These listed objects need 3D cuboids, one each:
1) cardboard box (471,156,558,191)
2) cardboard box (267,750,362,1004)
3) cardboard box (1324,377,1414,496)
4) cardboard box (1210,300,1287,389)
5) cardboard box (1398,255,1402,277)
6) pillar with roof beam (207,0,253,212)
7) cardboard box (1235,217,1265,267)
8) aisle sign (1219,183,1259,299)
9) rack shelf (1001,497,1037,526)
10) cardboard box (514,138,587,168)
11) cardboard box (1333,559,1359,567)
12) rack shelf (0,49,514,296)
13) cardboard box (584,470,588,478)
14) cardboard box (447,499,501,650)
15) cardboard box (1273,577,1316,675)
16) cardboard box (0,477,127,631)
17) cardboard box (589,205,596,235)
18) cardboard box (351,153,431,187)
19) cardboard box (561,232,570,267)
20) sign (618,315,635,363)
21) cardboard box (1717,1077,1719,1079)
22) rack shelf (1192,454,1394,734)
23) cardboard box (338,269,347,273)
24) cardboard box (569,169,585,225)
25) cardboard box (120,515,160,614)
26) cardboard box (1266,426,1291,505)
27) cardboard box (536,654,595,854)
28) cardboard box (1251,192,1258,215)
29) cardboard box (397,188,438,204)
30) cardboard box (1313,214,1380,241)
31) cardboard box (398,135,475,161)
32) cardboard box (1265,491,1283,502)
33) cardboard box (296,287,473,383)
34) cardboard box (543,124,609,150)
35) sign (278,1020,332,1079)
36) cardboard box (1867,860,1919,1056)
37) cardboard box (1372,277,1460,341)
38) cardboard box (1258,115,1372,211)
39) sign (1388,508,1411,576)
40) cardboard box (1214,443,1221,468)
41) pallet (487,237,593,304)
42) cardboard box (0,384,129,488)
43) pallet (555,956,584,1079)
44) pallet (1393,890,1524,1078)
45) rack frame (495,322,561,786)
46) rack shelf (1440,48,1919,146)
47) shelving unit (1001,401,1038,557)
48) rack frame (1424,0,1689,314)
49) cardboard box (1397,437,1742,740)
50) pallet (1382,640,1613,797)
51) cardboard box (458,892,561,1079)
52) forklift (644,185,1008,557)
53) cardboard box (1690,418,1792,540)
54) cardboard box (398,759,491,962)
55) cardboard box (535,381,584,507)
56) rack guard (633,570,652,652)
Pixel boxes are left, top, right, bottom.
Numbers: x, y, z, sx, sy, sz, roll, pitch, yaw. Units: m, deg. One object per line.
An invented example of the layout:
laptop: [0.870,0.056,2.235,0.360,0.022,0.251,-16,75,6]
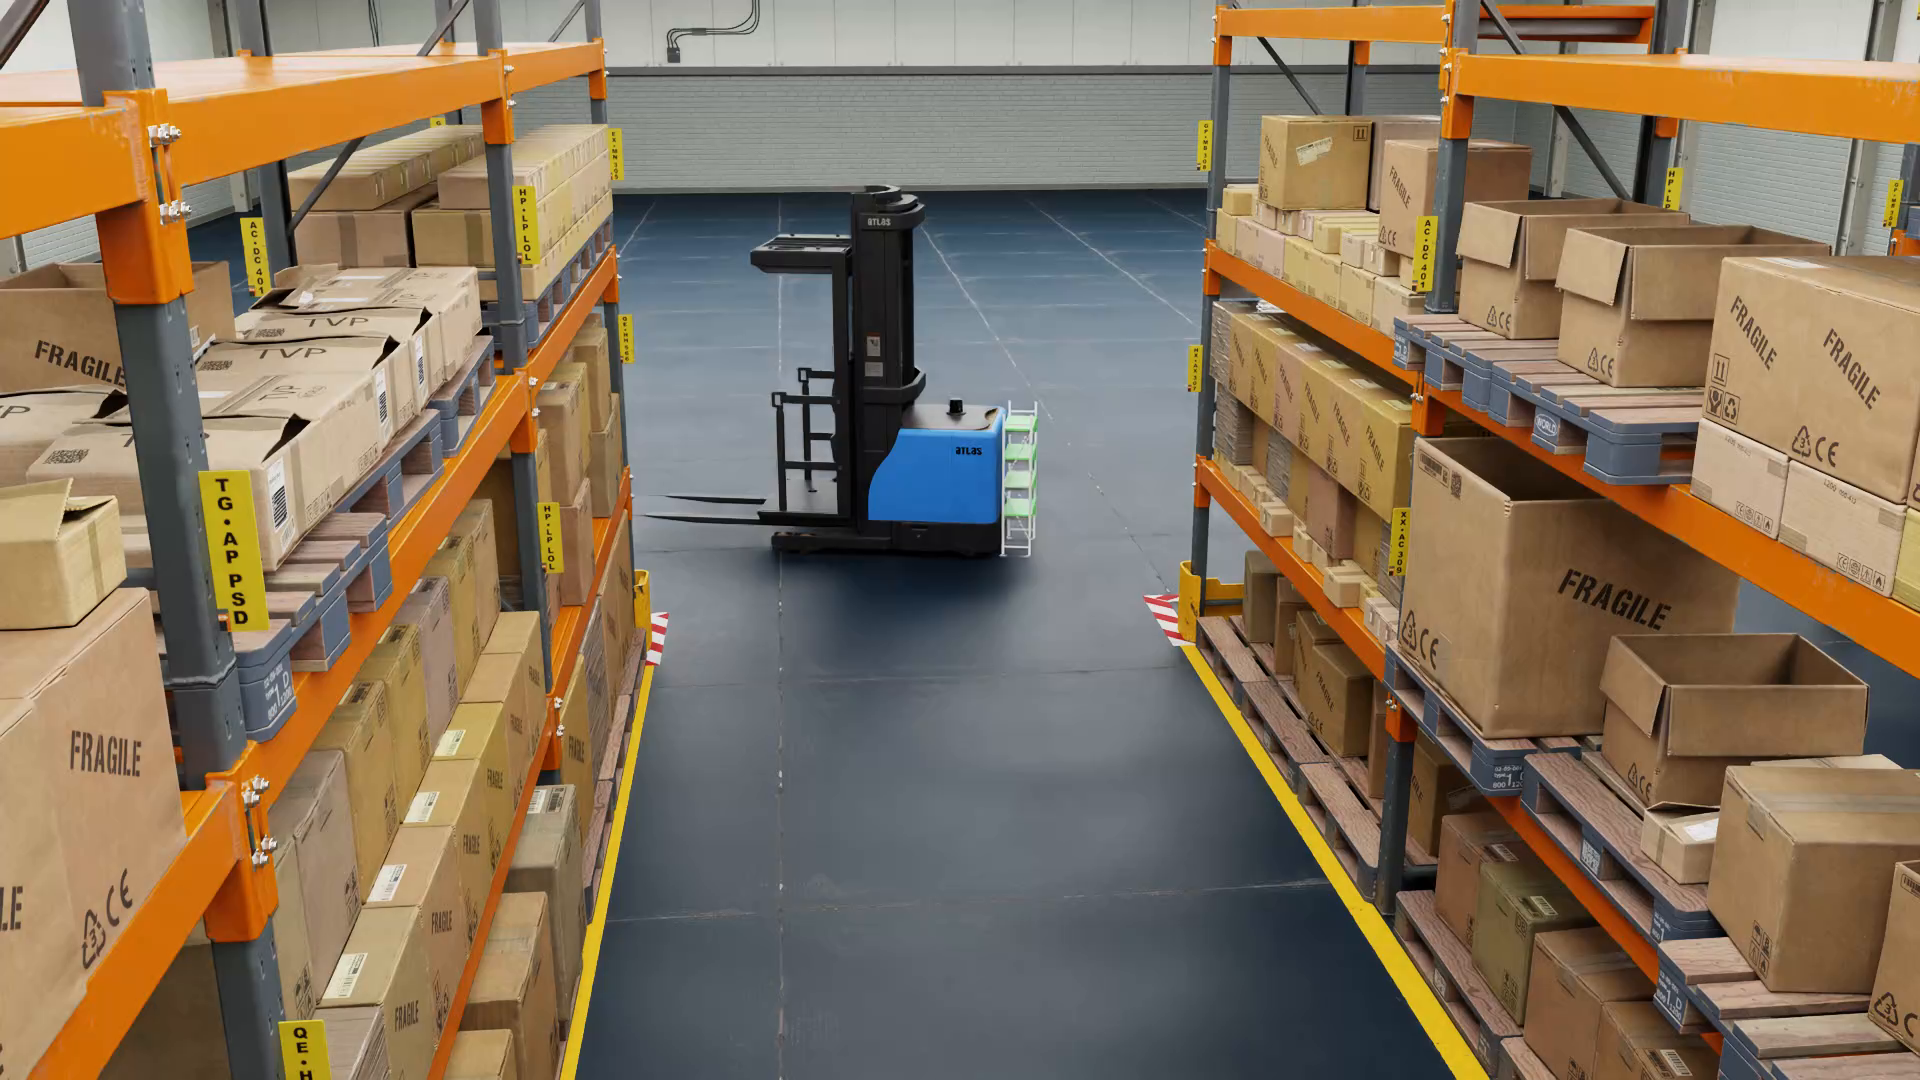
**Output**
cardboard box: [-2.141,-1.760,7.988,0.380,0.149,0.250,-2,18,-7]
cardboard box: [-2.040,0.908,4.441,0.700,0.500,0.500,-2,18,-6]
cardboard box: [2.209,-0.539,8.552,0.500,0.500,0.500,-2,18,-6]
cardboard box: [1.955,-1.283,10.925,0.500,0.500,0.500,-2,18,-6]
cardboard box: [2.324,-1.318,7.943,0.380,0.149,0.250,-2,17,-5]
pillar with roof beam: [-12.262,-12.026,37.461,9.100,9.000,0.400,-2,18,-6]
cardboard box: [2.021,-1.844,10.284,0.500,0.250,0.500,-2,18,-7]
aisle sign: [1.864,-2.039,11.323,0.394,0.787,0.004,-2,18,-6]
rack shelf: [0.493,-0.219,13.885,0.258,0.148,0.480,2,18,7]
cardboard box: [-2.272,-2.137,9.189,0.380,0.149,0.250,-2,18,-6]
cardboard box: [2.253,0.167,9.057,0.380,0.149,0.250,-2,18,-6]
rack shelf: [-2.156,-1.207,4.866,1.077,0.370,4.000,-2,18,-6]
cardboard box: [-2.680,-0.294,9.857,0.875,0.550,0.550,-2,18,-6]
cardboard box: [-2.305,0.149,6.859,0.700,0.500,0.500,-2,18,-7]
cardboard box: [2.313,0.567,10.836,0.500,0.500,0.500,3,18,9]
cardboard box: [-1.650,-0.014,2.761,0.396,0.266,0.258,-2,18,-6]
cardboard box: [-2.298,-1.833,9.553,0.380,0.149,0.250,-2,18,-6]
cardboard box: [-2.822,-1.815,8.163,0.380,0.149,0.250,-2,18,-5]
cardboard box: [-2.169,-1.456,8.349,0.380,0.149,0.250,-2,18,-7]
sign: [-2.234,-1.344,11.122,0.100,0.325,0.005,-2,18,-6]
cardboard box: [2.830,1.863,5.422,0.500,0.250,0.500,0,17,1]
rack shelf: [2.375,0.150,9.892,1.077,0.370,4.000,-2,18,-6]
cardboard box: [-2.718,-1.132,7.319,0.380,0.149,0.250,-2,18,-6]
cardboard box: [-2.293,-1.829,8.875,0.500,0.250,0.500,-2,18,-5]
cardboard box: [-1.825,0.054,3.542,0.380,0.149,0.250,-2,18,-8]
cardboard box: [2.378,-0.518,10.157,0.875,0.500,0.500,-2,18,-6]
cardboard box: [-2.358,1.150,8.354,0.875,0.875,0.875,-2,17,-5]
cardboard box: [2.047,-2.098,10.429,0.380,0.149,0.250,-2,18,-7]
cardboard box: [-2.720,-1.513,7.867,0.500,0.250,0.500,-2,18,-6]
cardboard box: [2.180,-1.711,9.195,0.380,0.149,0.250,-2,18,-8]
cardboard box: [-2.953,-2.194,9.369,0.380,0.149,0.250,-2,18,-7]
cardboard box: [2.097,-0.205,10.241,0.380,0.149,0.250,-2,18,-6]
cardboard box: [-2.016,-0.721,5.840,0.500,0.250,0.500,-2,18,-6]
cardboard box: [-2.403,-2.516,10.395,0.380,0.149,0.250,-2,18,-5]
sign: [-1.411,1.183,3.599,0.100,0.325,0.005,-2,18,-6]
cardboard box: [2.899,1.187,4.521,0.500,0.500,0.500,-4,18,-12]
cardboard box: [2.275,-1.085,7.867,0.500,0.250,0.500,-1,17,-4]
cardboard box: [2.054,-2.198,9.664,0.500,0.500,0.500,-2,18,-6]
sign: [2.043,0.009,7.696,0.100,0.325,0.005,-2,18,-6]
cardboard box: [1.961,-0.577,11.426,0.380,0.149,0.250,-2,18,-6]
pallet: [-2.559,-1.470,8.991,1.003,0.211,1.213,-2,18,-6]
cardboard box: [-2.356,-0.221,4.147,0.500,0.311,0.500,-2,18,-6]
pallet: [-2.208,2.084,7.187,1.003,0.211,1.213,-2,18,-6]
pallet: [2.663,1.965,7.566,1.003,0.211,1.213,-2,18,-6]
rack frame: [-2.362,0.526,7.495,1.000,3.000,0.127,-2,18,-6]
rack shelf: [2.788,-1.330,5.258,1.077,0.370,4.000,-2,18,-6]
shelving unit: [0.493,-0.509,13.794,0.258,1.200,0.503,2,18,7]
rack frame: [2.582,-2.460,6.988,1.000,3.000,0.127,-2,18,-6]
cardboard box: [2.524,0.157,6.966,1.000,1.000,1.000,-2,18,-5]
pallet: [2.516,0.726,7.176,1.003,0.211,1.213,-2,18,-6]
cardboard box: [-2.113,1.868,6.273,1.050,0.750,0.750,-2,18,-6]
forklift: [-1.140,-1.437,13.862,3.031,2.935,1.130,2,18,7]
cardboard box: [2.588,-0.196,5.037,0.500,0.250,0.500,-1,17,-4]
cardboard box: [-1.884,1.078,5.570,0.500,0.500,0.500,-2,18,-6]
cardboard box: [-2.457,-0.497,8.700,0.875,0.550,0.550,-2,18,-6]
rack guard: [-2.777,0.519,11.688,1.175,0.500,0.348,-2,18,-6]
